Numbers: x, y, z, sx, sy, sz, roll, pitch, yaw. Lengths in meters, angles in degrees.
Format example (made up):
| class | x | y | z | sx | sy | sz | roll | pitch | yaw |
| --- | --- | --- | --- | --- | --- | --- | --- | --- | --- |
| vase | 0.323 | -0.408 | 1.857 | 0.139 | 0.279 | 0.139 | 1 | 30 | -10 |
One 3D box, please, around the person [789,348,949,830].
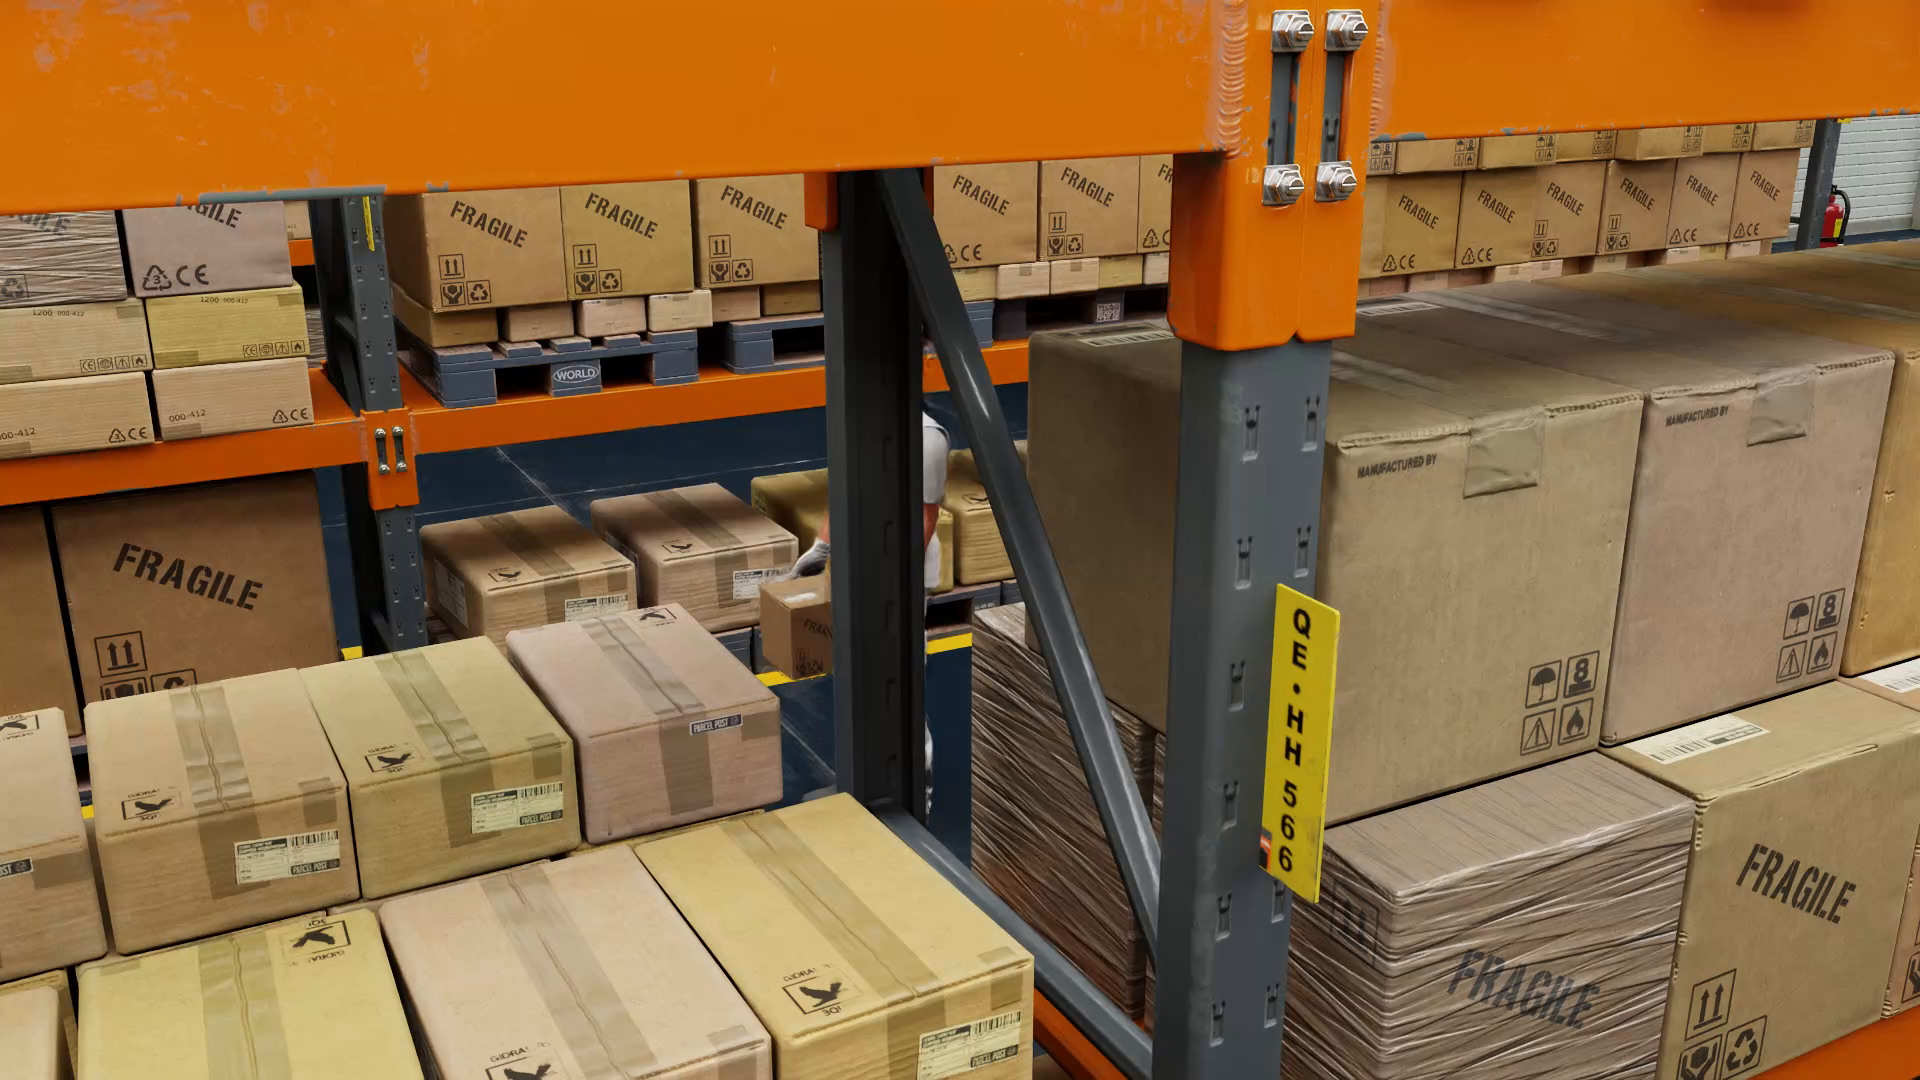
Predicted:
| class | x | y | z | sx | sy | sz | roll | pitch | yaw |
| --- | --- | --- | --- | --- | --- | --- | --- | --- | --- |
| person | -0.296 | 0.158 | 5.534 | 0.426 | 1.794 | 0.576 | -10 | 21 | -27 |
